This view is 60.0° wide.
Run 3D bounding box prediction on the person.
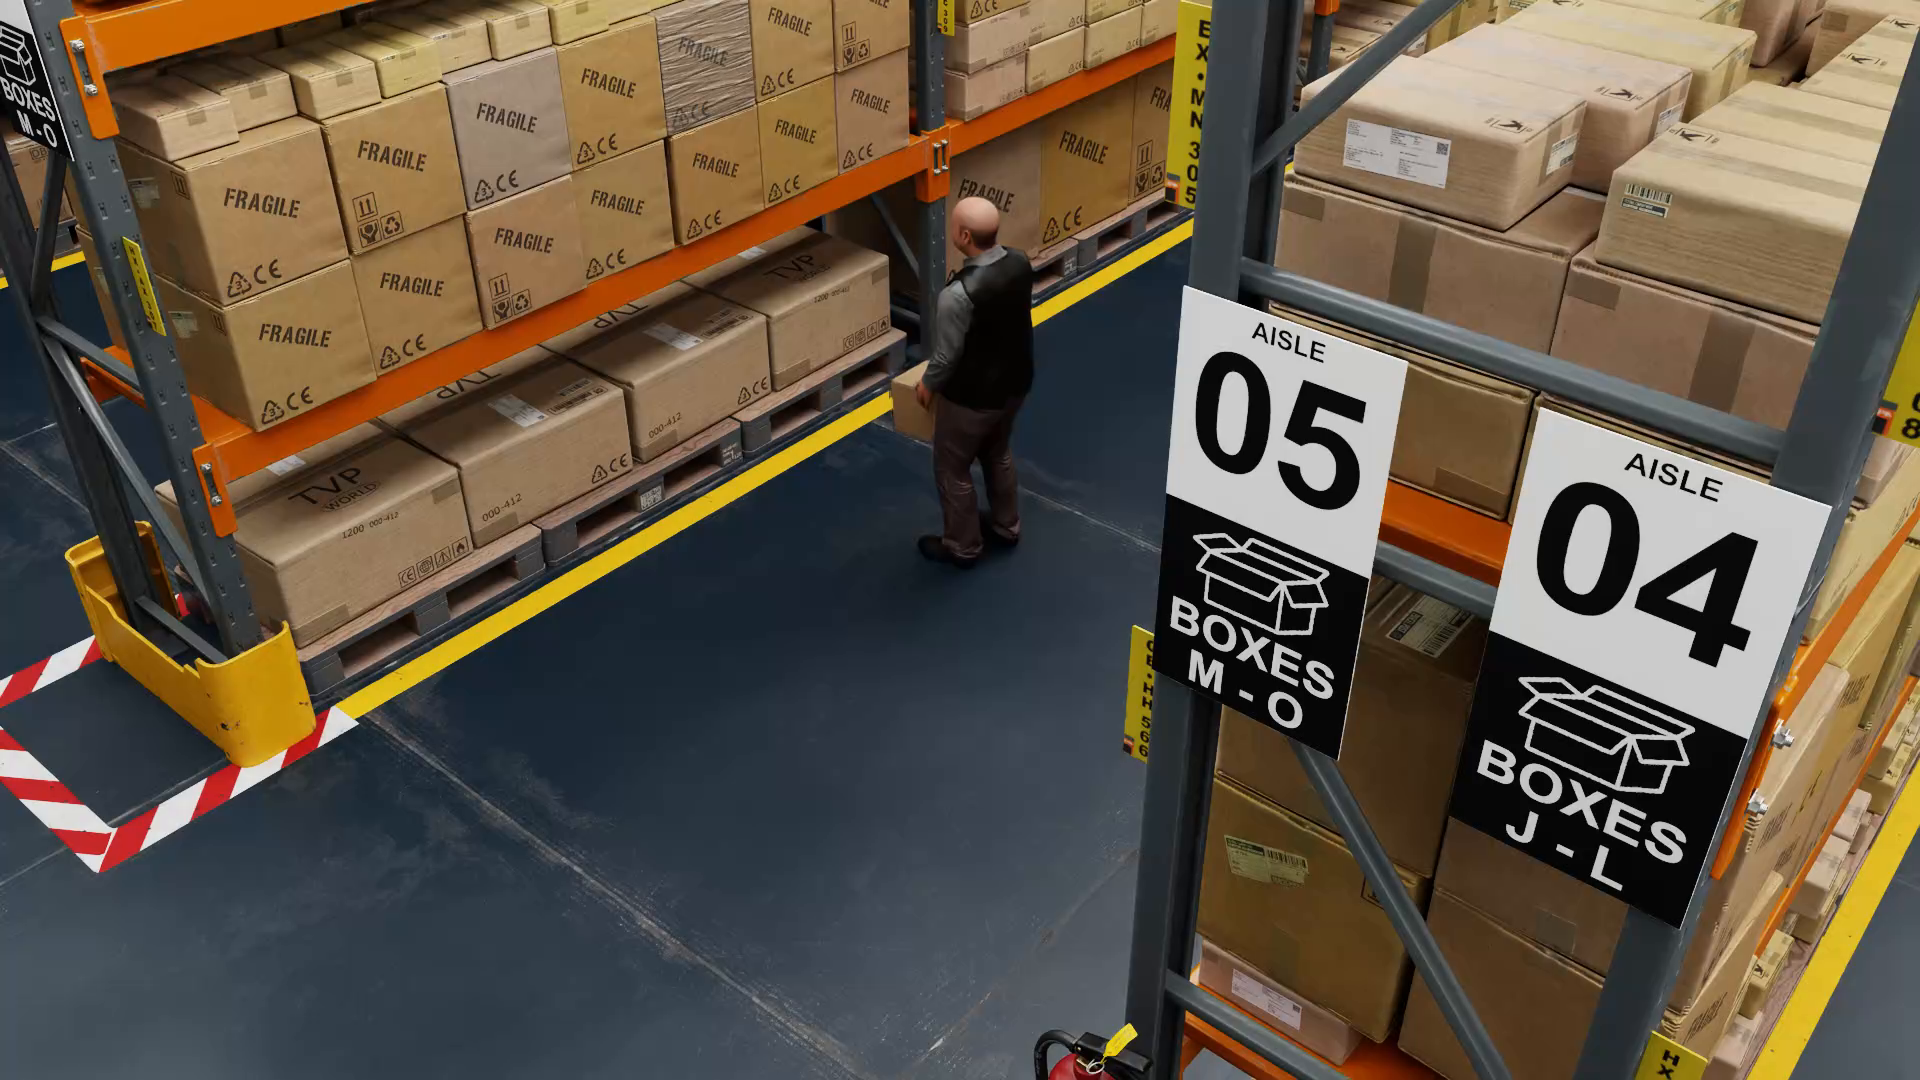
[{"bbox_3d":[0.069,-0.649,7.095,0.470,1.727,0.551,25,42,31],"label":"person"}]
